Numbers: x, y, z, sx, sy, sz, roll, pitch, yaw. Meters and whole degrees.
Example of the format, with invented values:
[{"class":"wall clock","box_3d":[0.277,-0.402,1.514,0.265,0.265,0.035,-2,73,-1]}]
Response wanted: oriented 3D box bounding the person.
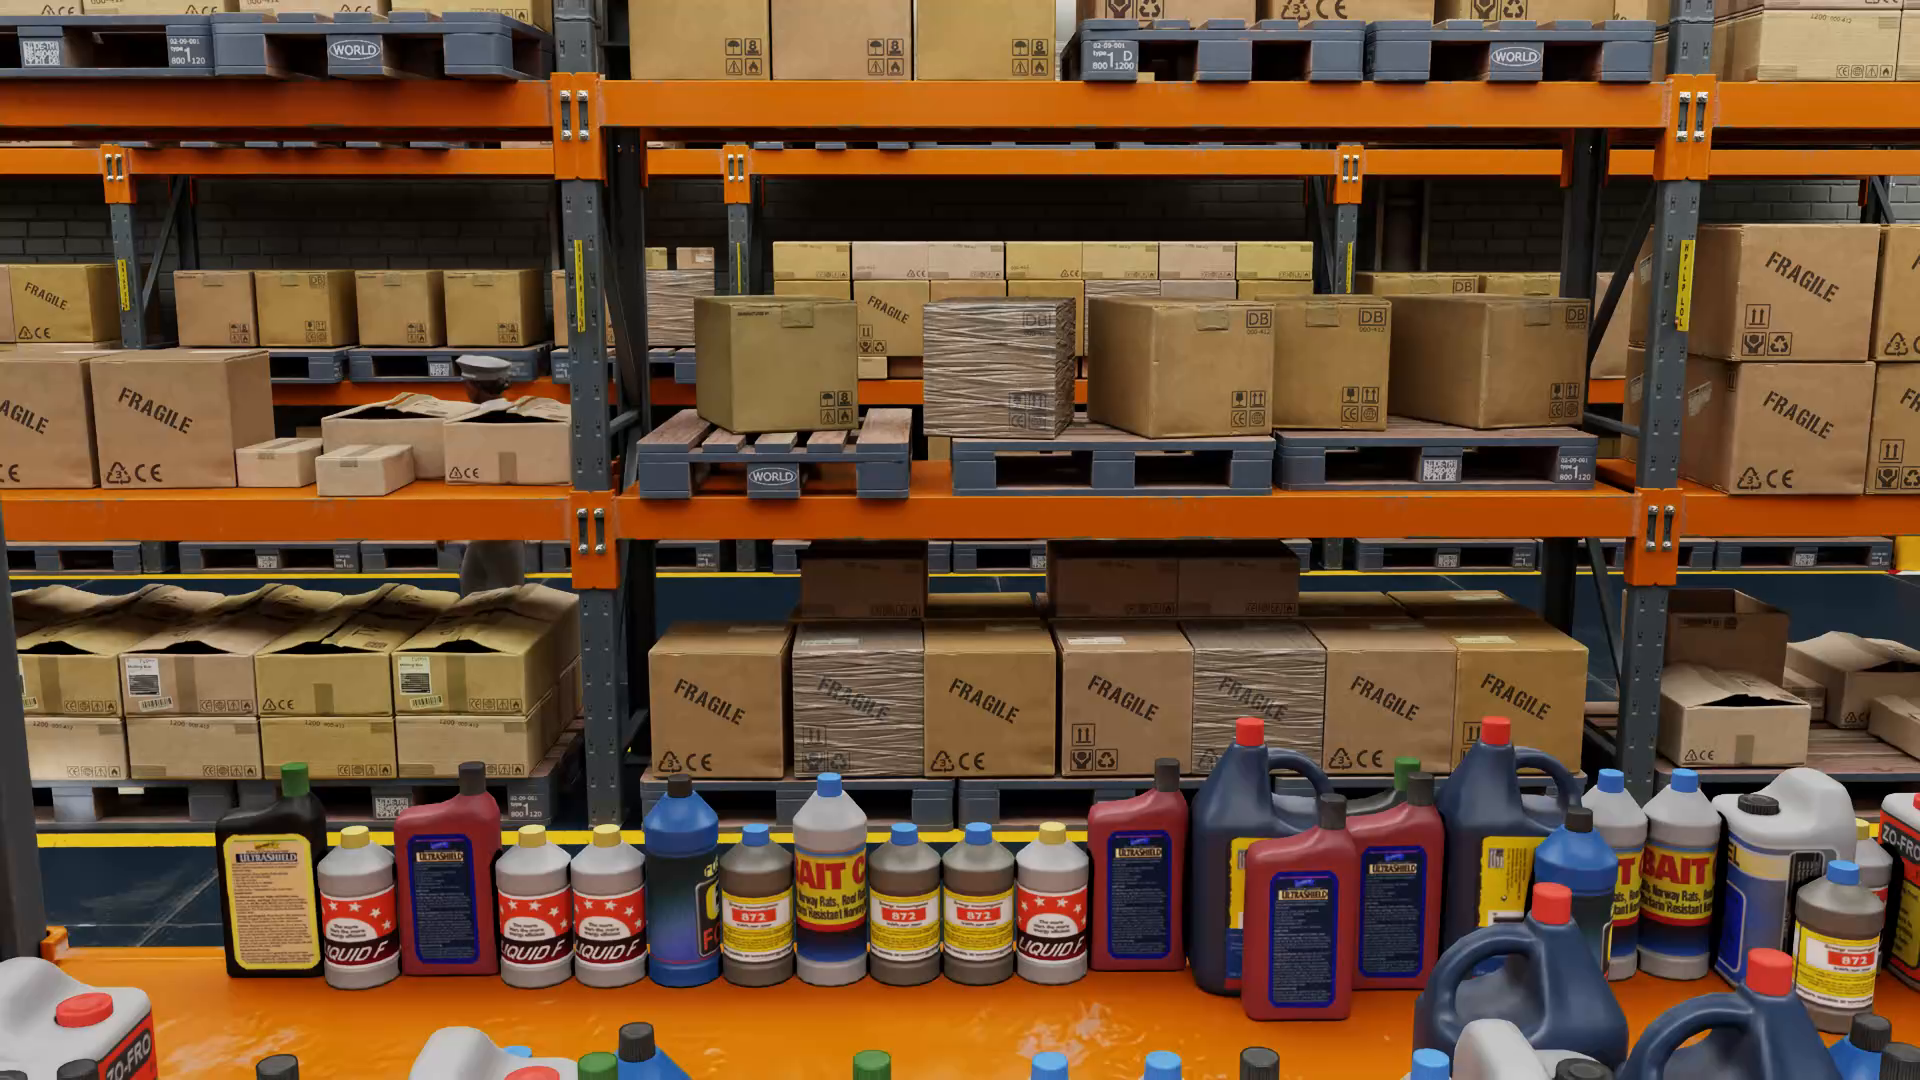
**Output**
[{"class":"person","box_3d":[-2.351,-0.067,8.317,0.656,1.711,0.455,1,10,3]}]
